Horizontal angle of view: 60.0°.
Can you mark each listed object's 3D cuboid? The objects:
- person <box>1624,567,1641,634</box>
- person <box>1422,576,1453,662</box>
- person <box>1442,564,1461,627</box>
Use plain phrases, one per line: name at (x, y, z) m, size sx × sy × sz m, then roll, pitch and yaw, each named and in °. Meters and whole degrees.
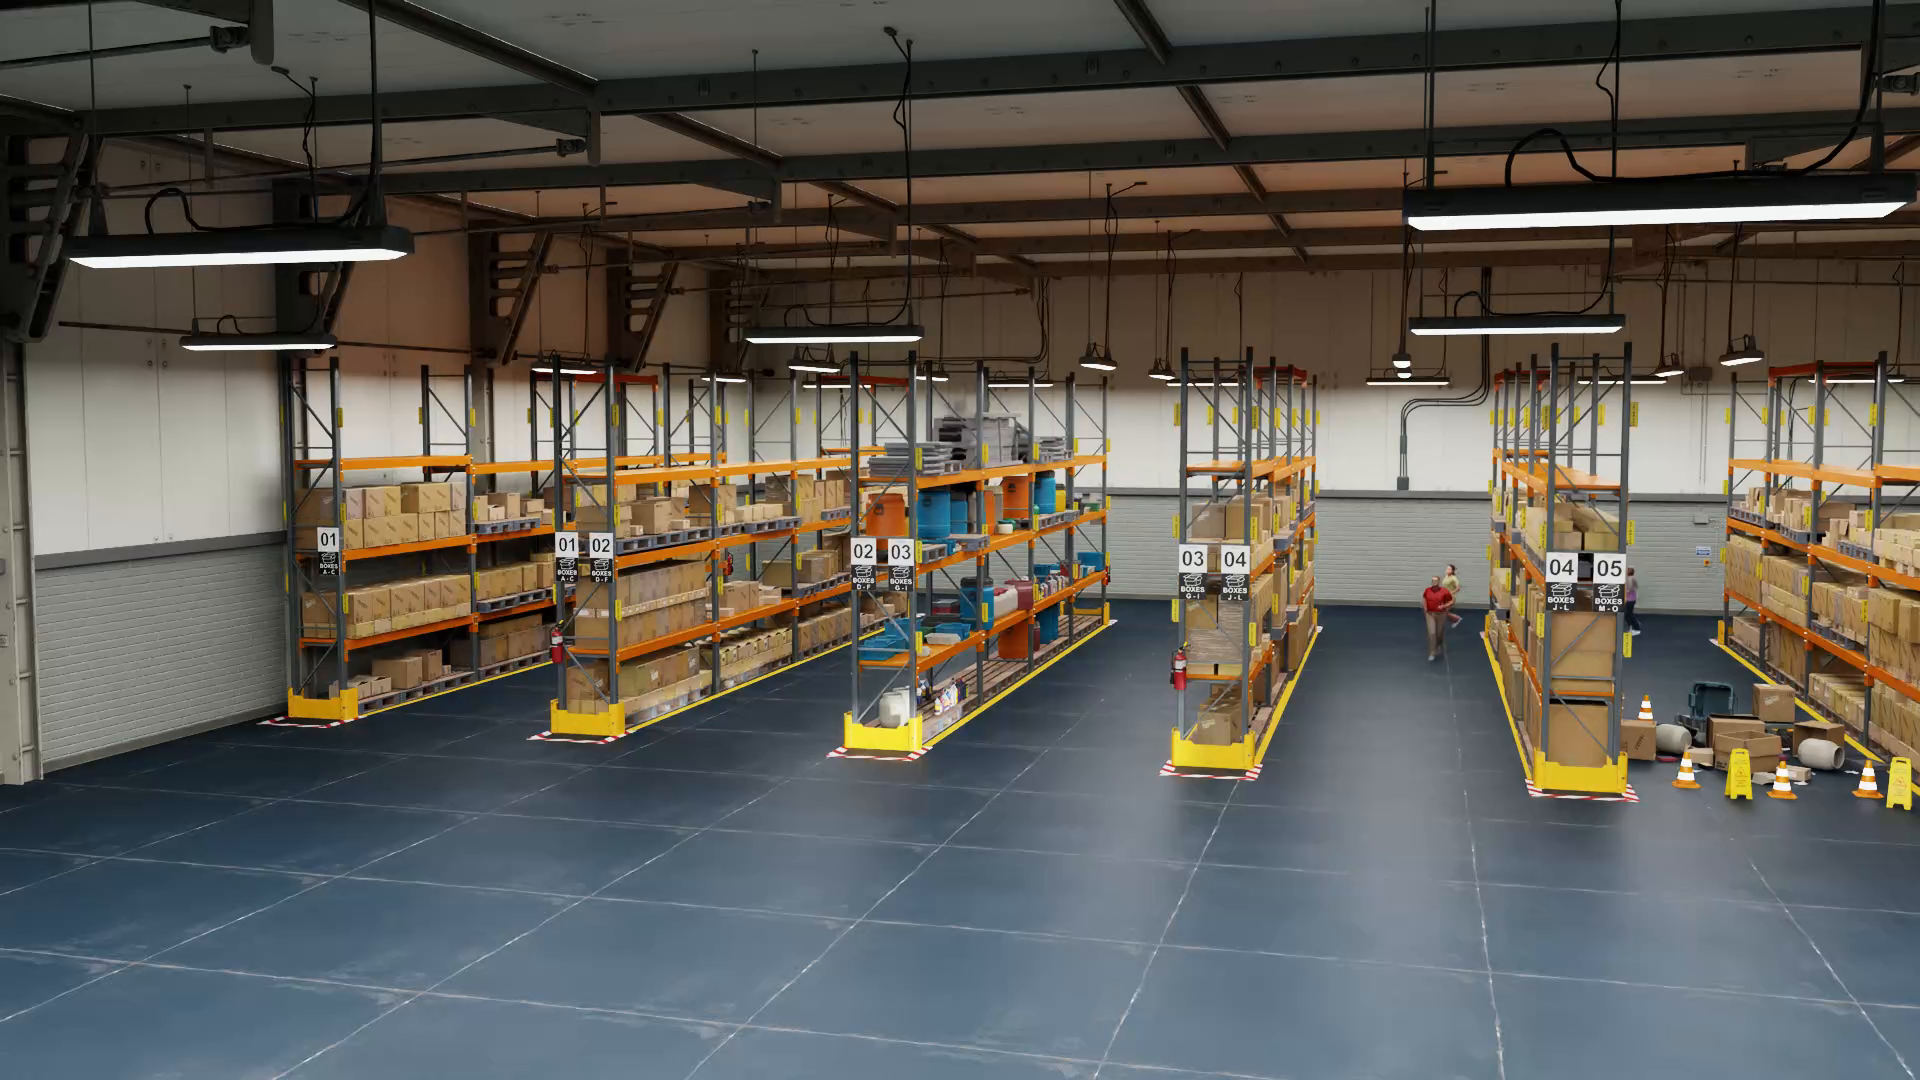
person at (15.418, 1.393, 38.383) m, size 0.606 × 1.567 × 0.514 m, roll 1°, pitch 4°, yaw 17°
person at (9.902, 1.618, 34.531) m, size 0.650 × 1.739 × 0.868 m, roll 2°, pitch 5°, yaw 23°
person at (11.393, 1.373, 38.639) m, size 0.736 × 1.643 × 0.619 m, roll -1°, pitch 4°, yaw -19°
